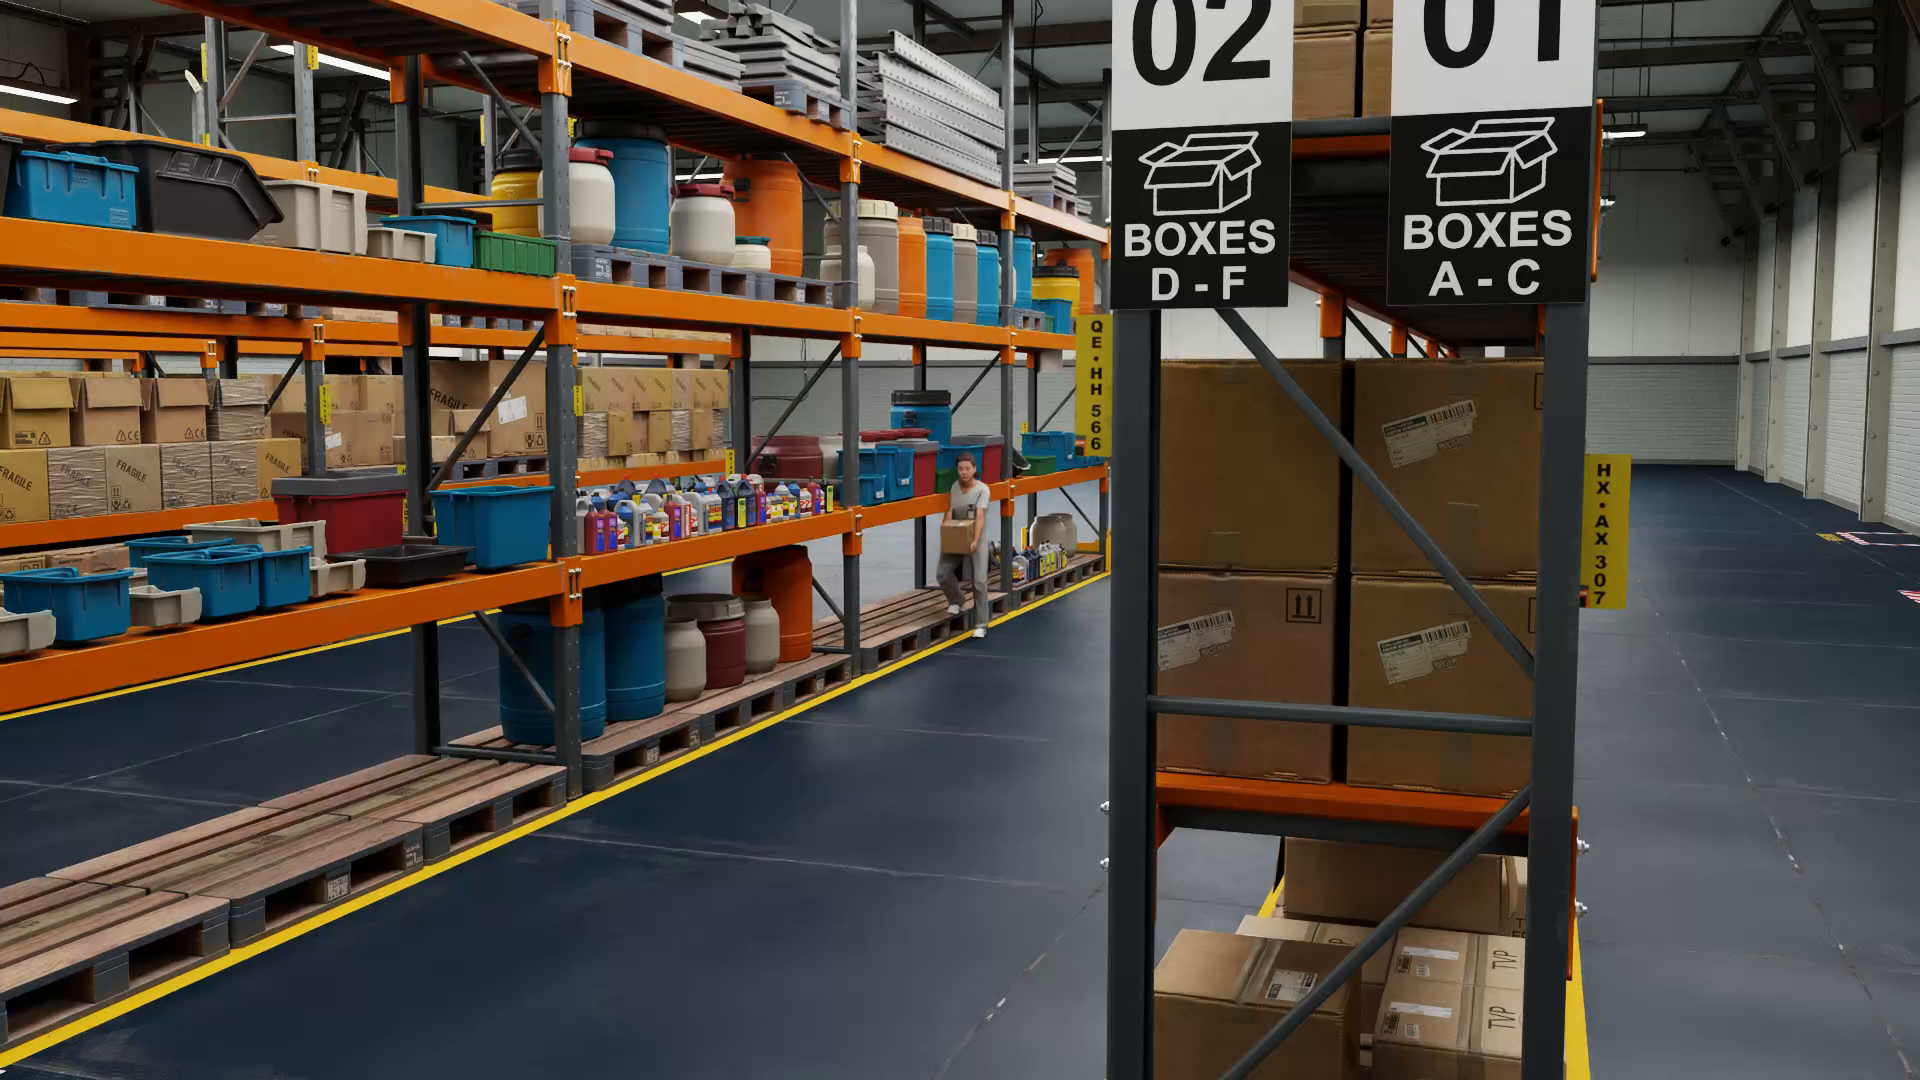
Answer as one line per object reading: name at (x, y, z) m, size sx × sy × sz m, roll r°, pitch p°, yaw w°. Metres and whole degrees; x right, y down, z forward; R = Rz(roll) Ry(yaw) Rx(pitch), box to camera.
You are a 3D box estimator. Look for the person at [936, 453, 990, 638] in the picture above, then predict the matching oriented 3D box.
person at (0.043, 0.047, 14.835) m, size 0.439 × 1.653 × 0.516 m, roll 2°, pitch 6°, yaw 18°
